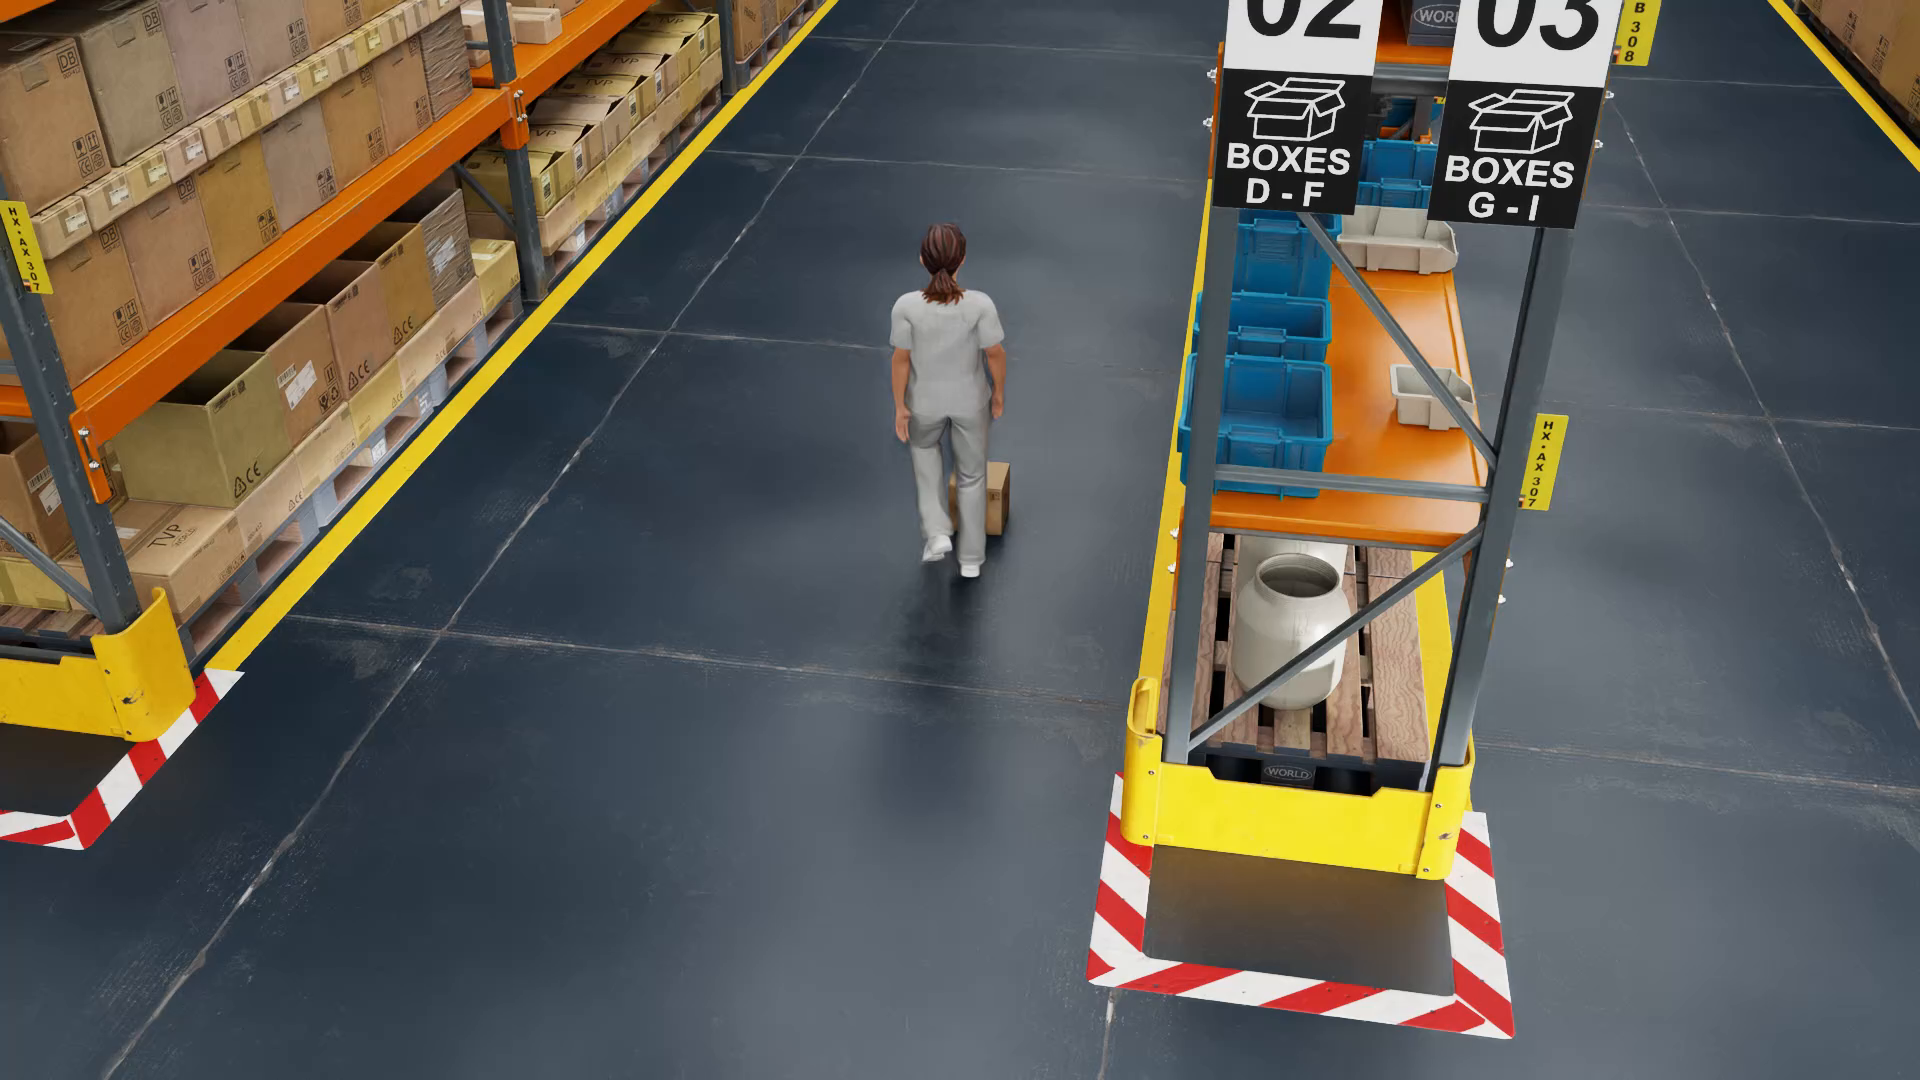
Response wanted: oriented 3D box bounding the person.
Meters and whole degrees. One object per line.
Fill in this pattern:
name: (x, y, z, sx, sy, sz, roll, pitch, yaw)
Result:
person: (-0.045, -0.570, 7.026, 0.476, 1.689, 0.524, 1, 33, 1)
